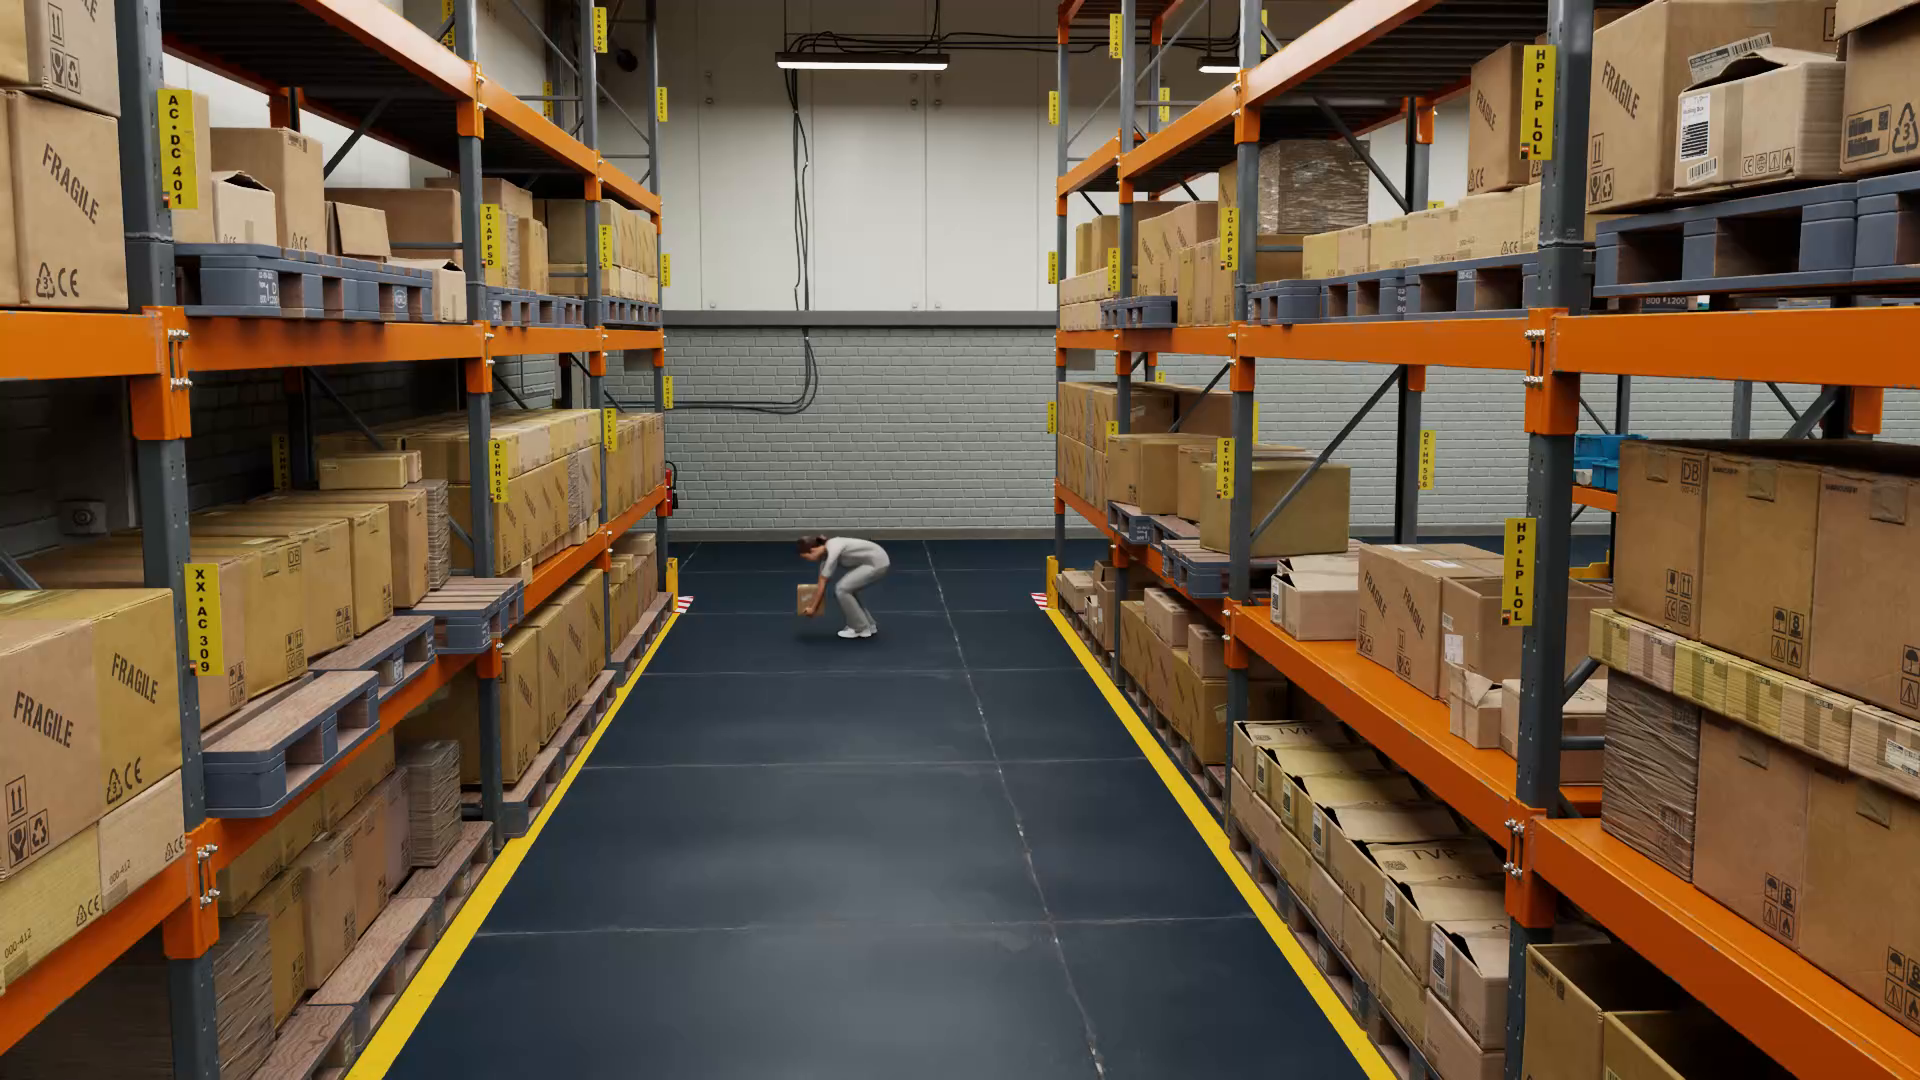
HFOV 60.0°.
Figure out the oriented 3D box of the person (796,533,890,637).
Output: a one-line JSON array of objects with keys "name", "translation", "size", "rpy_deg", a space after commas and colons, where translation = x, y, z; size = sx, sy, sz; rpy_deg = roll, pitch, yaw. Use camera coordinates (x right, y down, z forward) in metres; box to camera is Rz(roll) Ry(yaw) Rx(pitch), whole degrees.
[{"name": "person", "translation": [-1.076, 0.419, 15.346], "size": [0.862, 0.943, 0.464], "rpy_deg": [-1, 7, -6]}]
